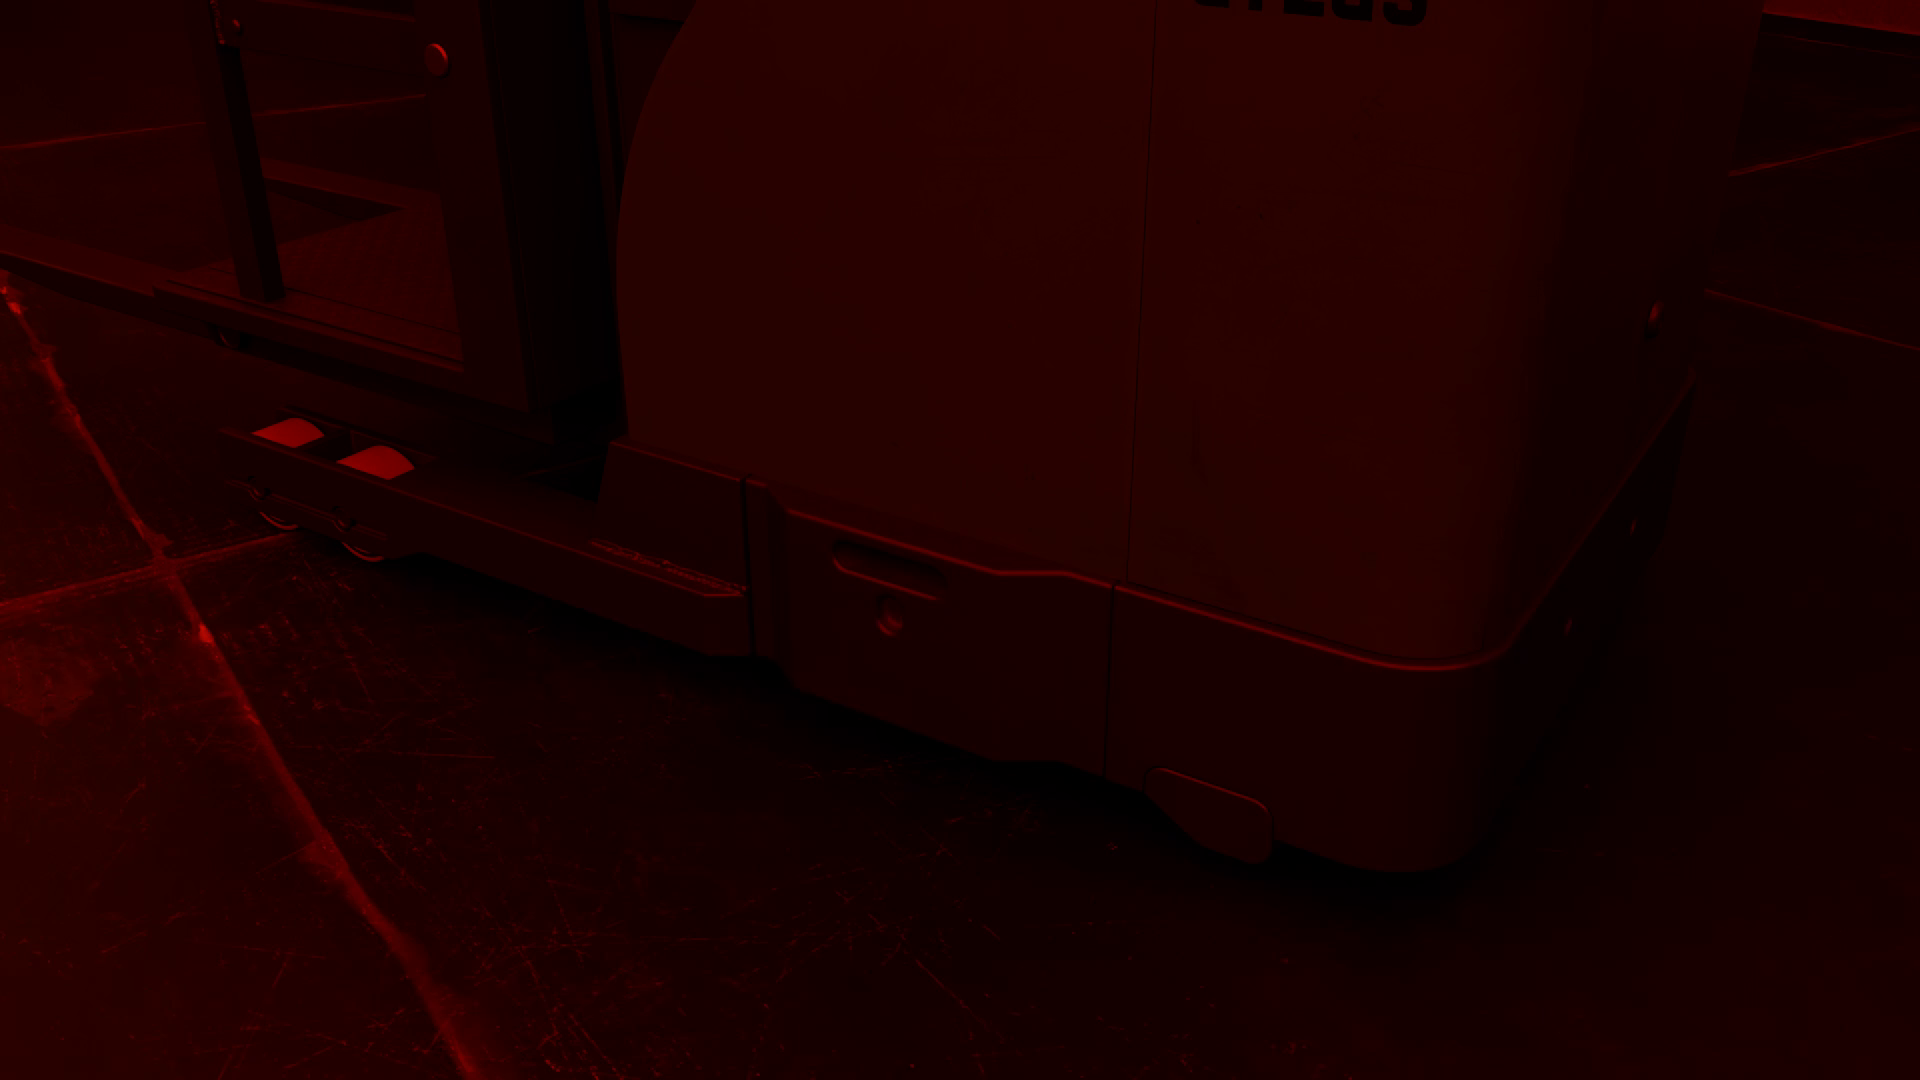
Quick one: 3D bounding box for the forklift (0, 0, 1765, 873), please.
[{"bbox_3d":[-0.511,-1.459,2.139,3.031,2.935,1.130,16,31,29],"label":"forklift"}]
